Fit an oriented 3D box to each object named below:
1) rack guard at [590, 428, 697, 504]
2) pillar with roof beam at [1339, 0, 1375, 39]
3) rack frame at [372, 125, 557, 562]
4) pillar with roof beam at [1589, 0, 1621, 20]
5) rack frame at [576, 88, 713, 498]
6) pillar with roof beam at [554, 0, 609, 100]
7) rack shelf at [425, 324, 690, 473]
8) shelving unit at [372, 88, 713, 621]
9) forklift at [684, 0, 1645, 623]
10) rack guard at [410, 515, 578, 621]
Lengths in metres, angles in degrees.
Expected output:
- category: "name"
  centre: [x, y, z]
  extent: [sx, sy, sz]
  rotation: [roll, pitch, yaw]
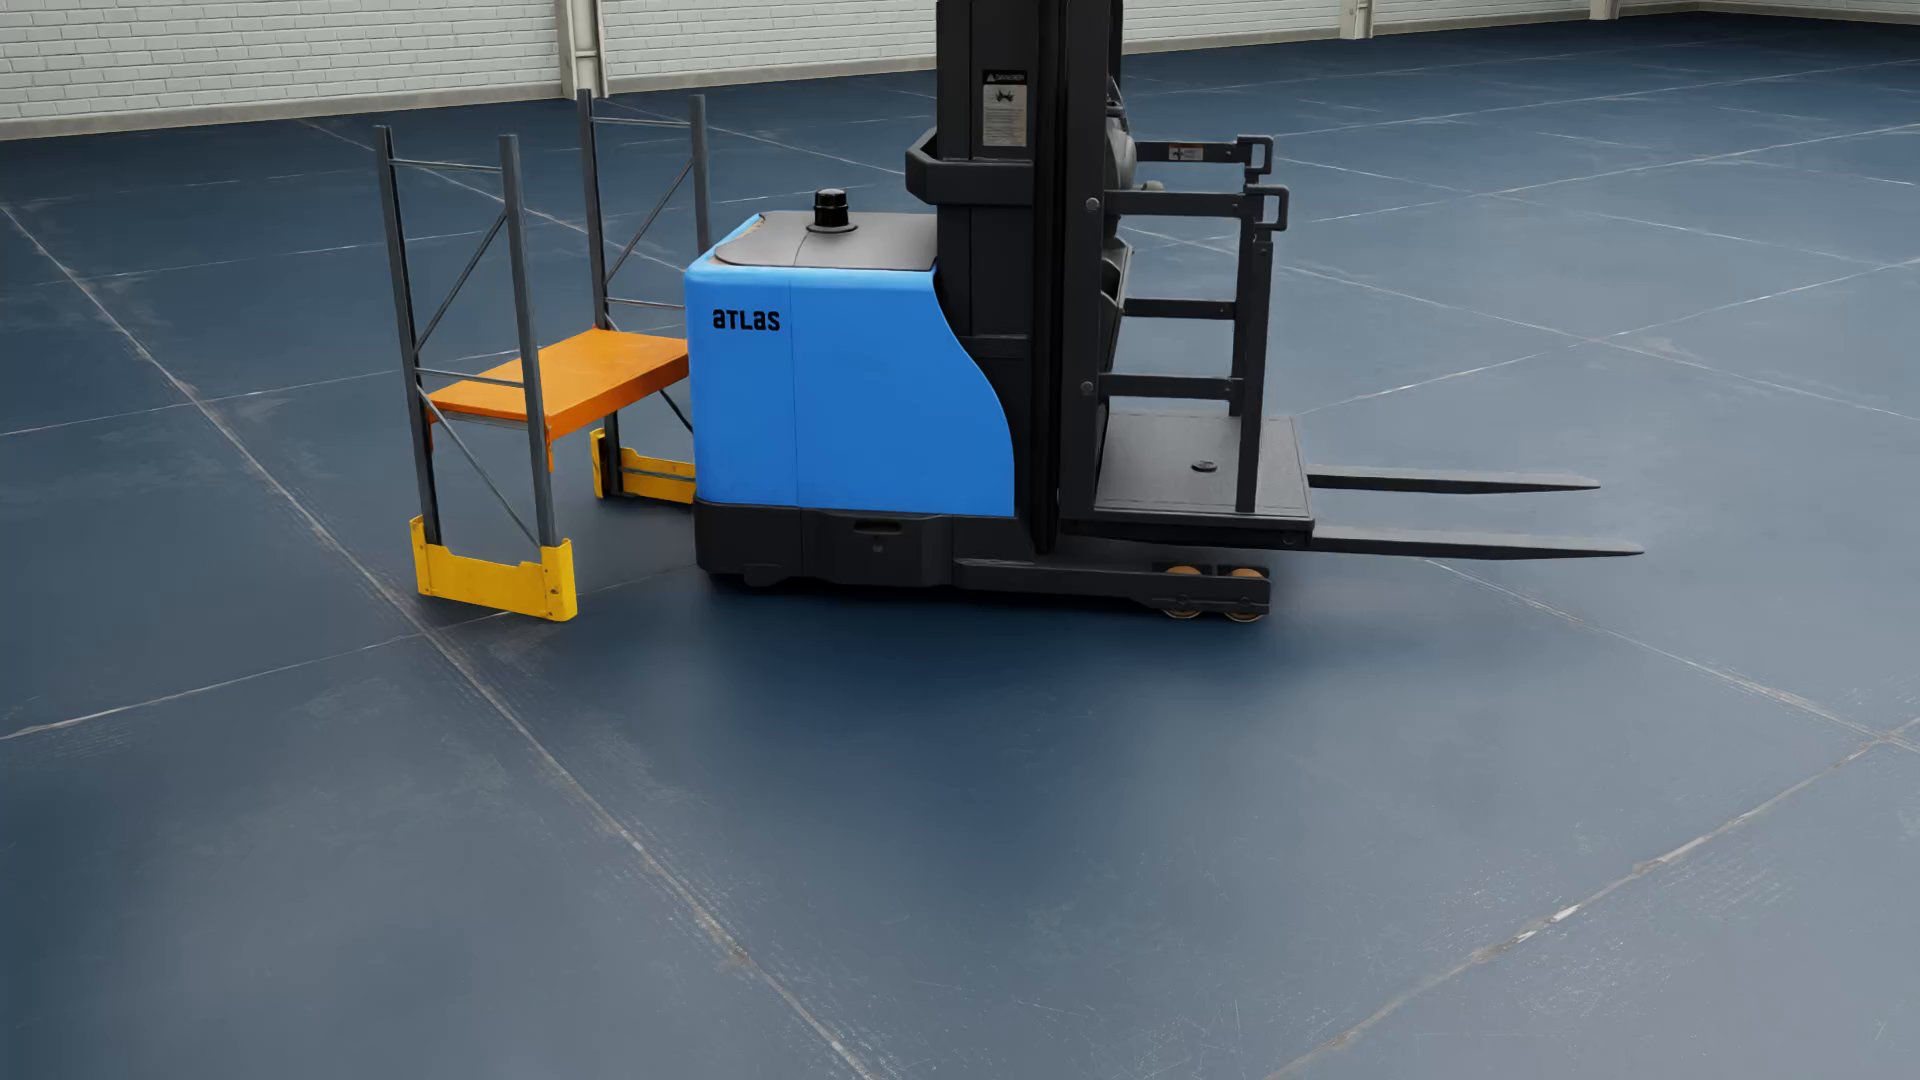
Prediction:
- category: "rack guard"
  centre: [-1.106, -0.253, 6.192]
  extent: [0.587, 0.250, 0.087]
  rotation: [9, 23, 22]
- category: "pillar with roof beam"
  centre: [8.269, -10.197, 19.309]
  extent: [0.400, 9.000, 9.100]
  rotation: [-15, 26, -33]
- category: "rack frame"
  centre: [-1.501, -0.494, 5.110]
  extent: [0.500, 1.500, 0.032]
  rotation: [9, 23, 22]
- category: "pillar with roof beam"
  centre: [13.139, -11.496, 22.563]
  extent: [0.400, 9.000, 9.100]
  rotation: [-15, 26, -33]
- category: "rack frame"
  centre: [-1.099, -0.840, 5.977]
  extent: [0.500, 1.500, 0.032]
  rotation: [9, 23, 22]
- category: "pillar with roof beam"
  centre: [-1.472, -7.600, 12.799]
  extent: [0.400, 9.000, 9.100]
  rotation: [-15, 26, -33]
- category: "rack shelf"
  centre: [-1.300, -0.500, 5.610]
  extent: [0.538, 0.185, 1.000]
  rotation: [9, 23, 22]
- category: "shelving unit"
  centre: [-1.303, -0.664, 5.536]
  extent: [0.587, 1.500, 1.083]
  rotation: [9, 23, 22]
- category: "forklift"
  centre: [0.684, -1.311, 5.226]
  extent: [3.031, 2.935, 1.130]
  rotation: [3, 22, 7]
- category: "rack guard"
  centre: [-1.500, 0.086, 5.343]
  extent: [0.587, 0.250, 0.087]
  rotation: [9, 23, 22]
